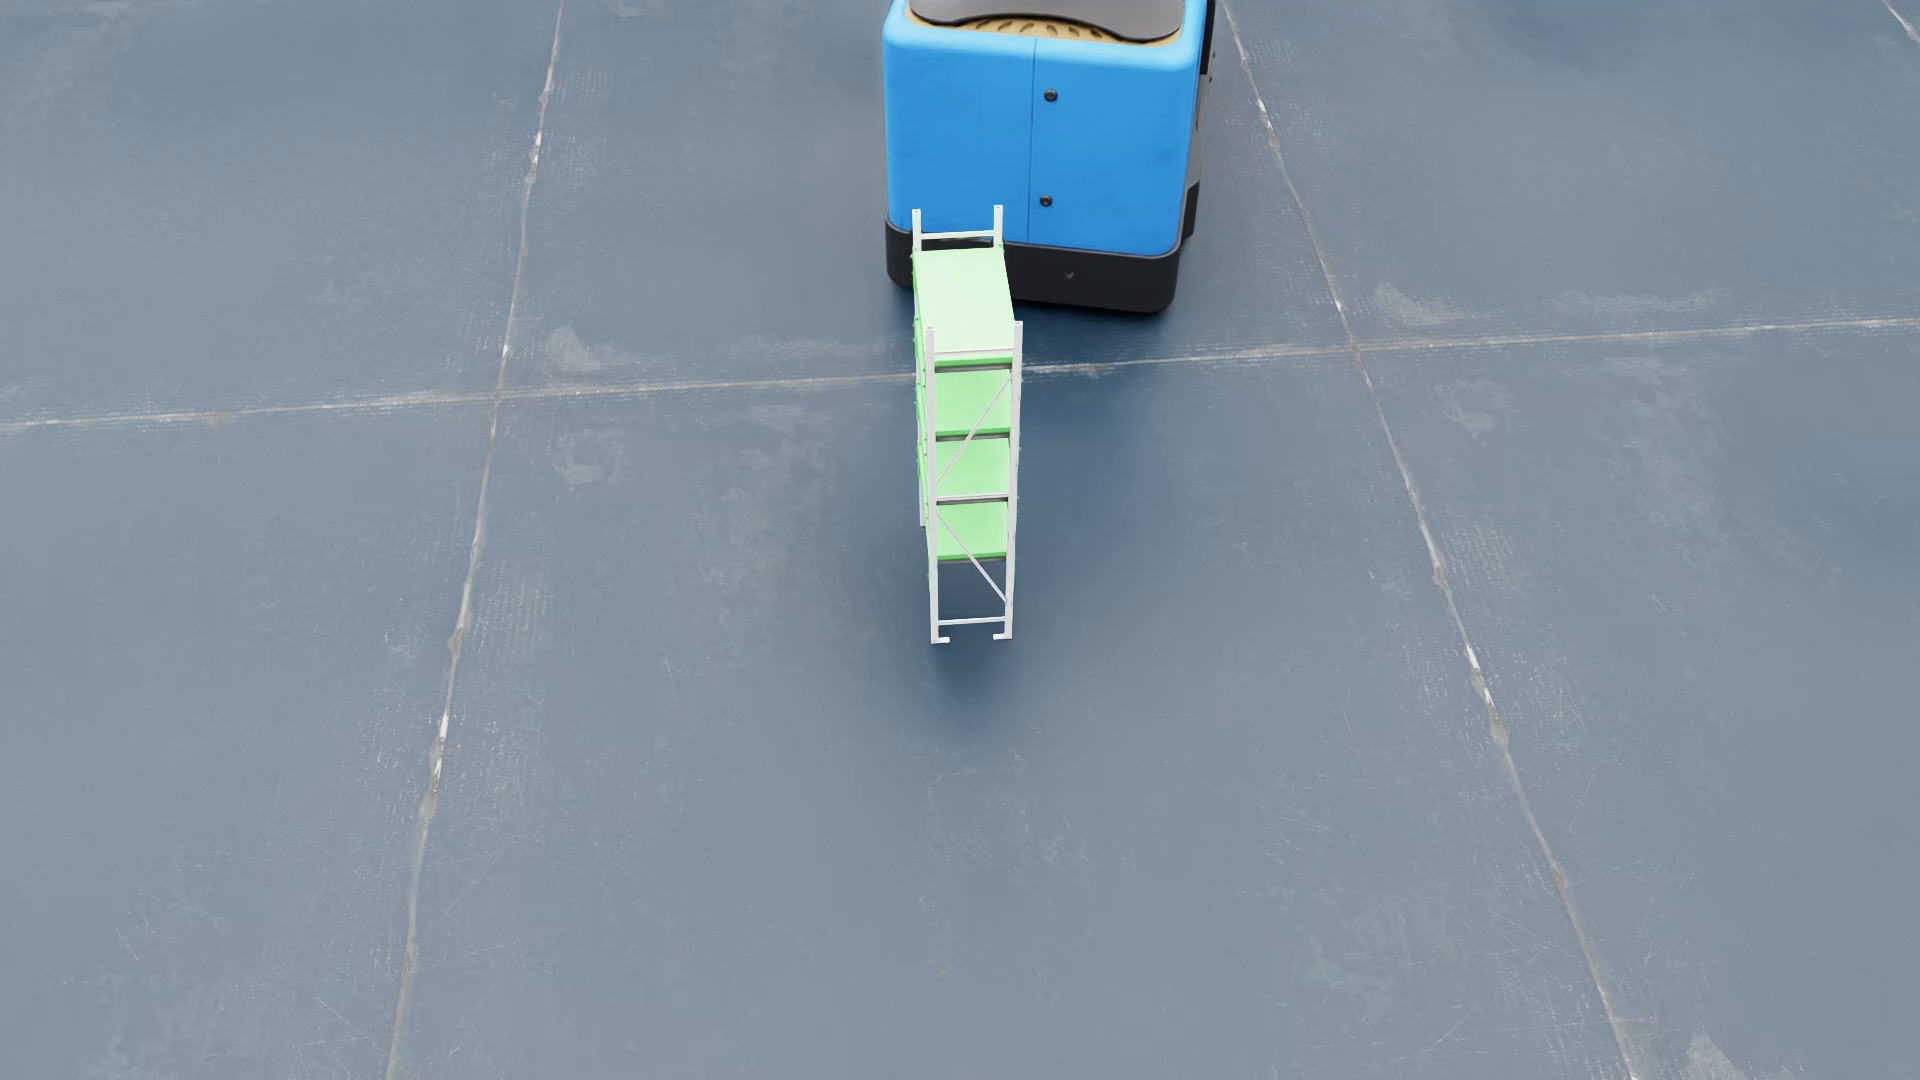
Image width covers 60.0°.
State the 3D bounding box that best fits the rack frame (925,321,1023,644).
[{"bbox_3d":[0.034,-0.116,4.534,0.240,1.200,0.015,-3,47,-3],"label":"rack frame"}]

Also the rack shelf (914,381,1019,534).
[{"bbox_3d":[0.014,-0.249,4.747,0.258,0.148,0.480,-3,47,-3],"label":"rack shelf"}]

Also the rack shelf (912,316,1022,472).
[{"bbox_3d":[0.014,-0.414,4.573,0.258,0.148,0.480,-3,47,-3],"label":"rack shelf"}]

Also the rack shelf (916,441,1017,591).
[{"bbox_3d":[0.014,-0.084,4.922,0.258,0.148,0.480,-3,47,-3],"label":"rack shelf"}]

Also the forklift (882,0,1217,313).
[{"bbox_3d":[0.491,-2.903,5.980,1.130,2.935,3.031,7,47,7],"label":"forklift"}]

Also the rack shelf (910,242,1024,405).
[{"bbox_3d":[0.014,-0.579,4.399,0.258,0.148,0.480,-3,47,-3],"label":"rack shelf"}]

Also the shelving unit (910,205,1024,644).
[{"bbox_3d":[0.014,-0.293,4.701,0.258,1.200,0.503,-3,47,-3],"label":"shelving unit"}]

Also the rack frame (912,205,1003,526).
[{"bbox_3d":[-0.007,-0.469,4.868,0.240,1.200,0.015,-3,47,-3],"label":"rack frame"}]
